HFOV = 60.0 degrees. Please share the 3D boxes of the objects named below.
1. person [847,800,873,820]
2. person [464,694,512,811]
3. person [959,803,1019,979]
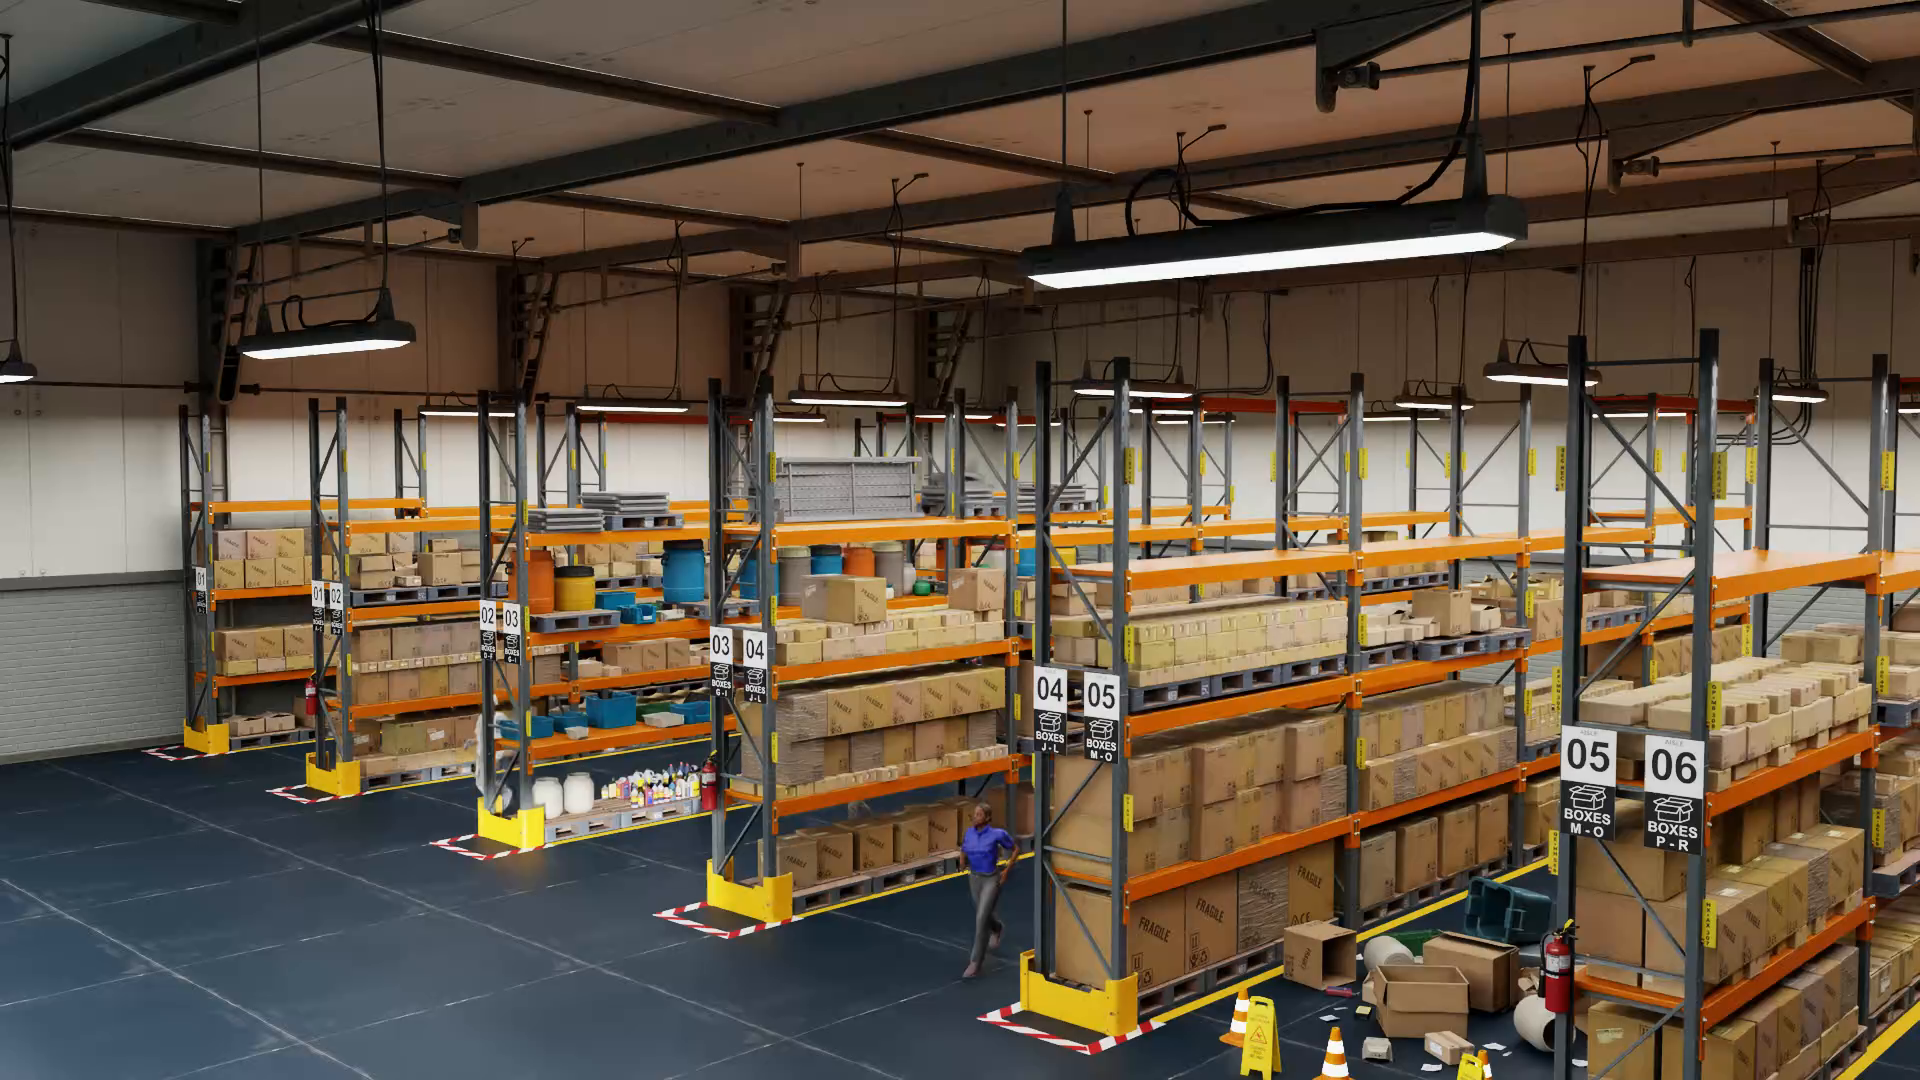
[{"bbox_3d":[-1.348,3.151,21.890,0.590,1.738,0.833,3,4,42],"label":"person"},{"bbox_3d":[-6.686,3.045,23.601,0.697,1.733,0.605,2,4,39],"label":"person"},{"bbox_3d":[0.287,3.490,16.707,0.587,1.614,0.935,2,4,35],"label":"person"}]
